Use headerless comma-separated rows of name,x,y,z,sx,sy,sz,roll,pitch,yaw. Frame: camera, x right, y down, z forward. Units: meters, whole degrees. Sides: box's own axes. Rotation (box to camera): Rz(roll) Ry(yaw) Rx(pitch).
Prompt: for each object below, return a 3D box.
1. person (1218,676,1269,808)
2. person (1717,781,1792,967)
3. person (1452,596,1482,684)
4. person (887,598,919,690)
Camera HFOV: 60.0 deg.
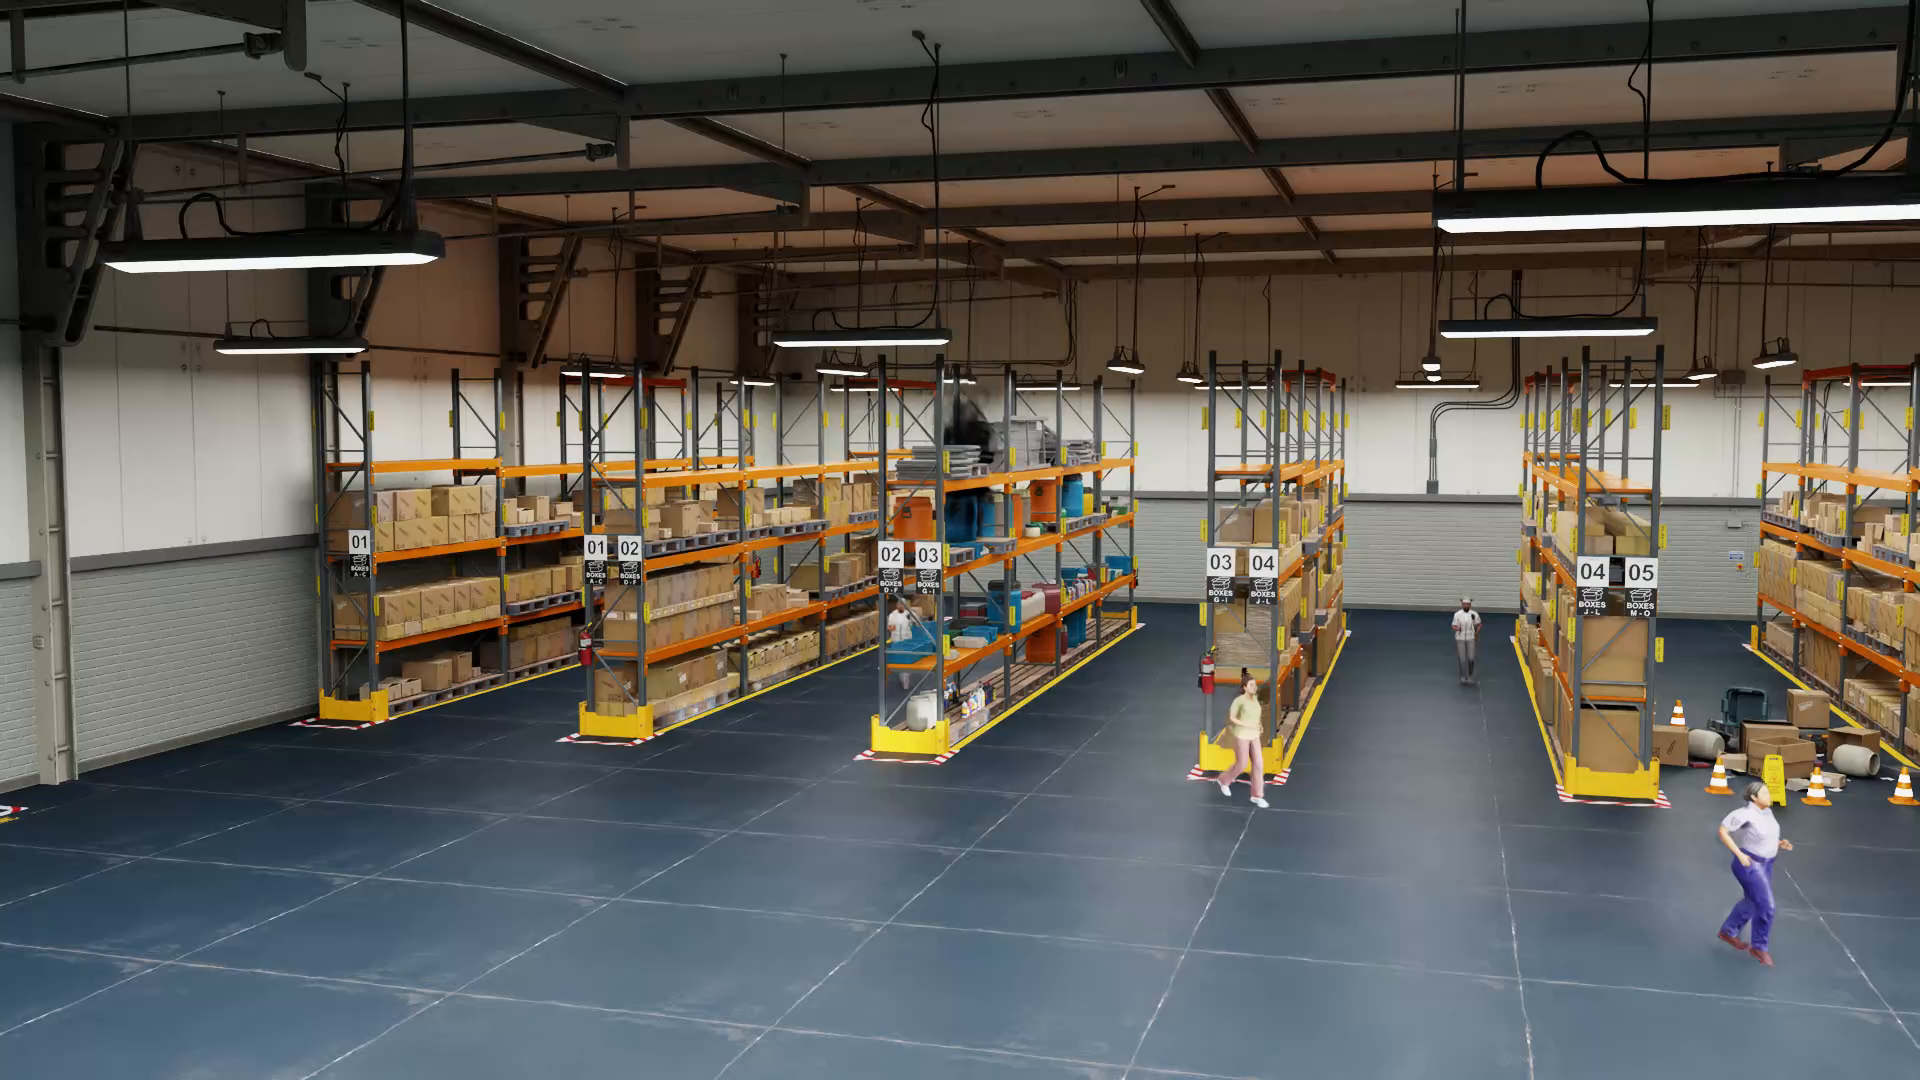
person,3.743,2.612,21.817,0.597,1.687,0.845,-3,5,-35
person,7.389,3.096,15.493,0.592,1.716,0.671,-3,5,-40
person,9.623,1.908,31.584,0.561,1.681,0.599,1,4,17
person,-1.089,1.943,31.342,0.588,1.730,0.774,1,4,9
